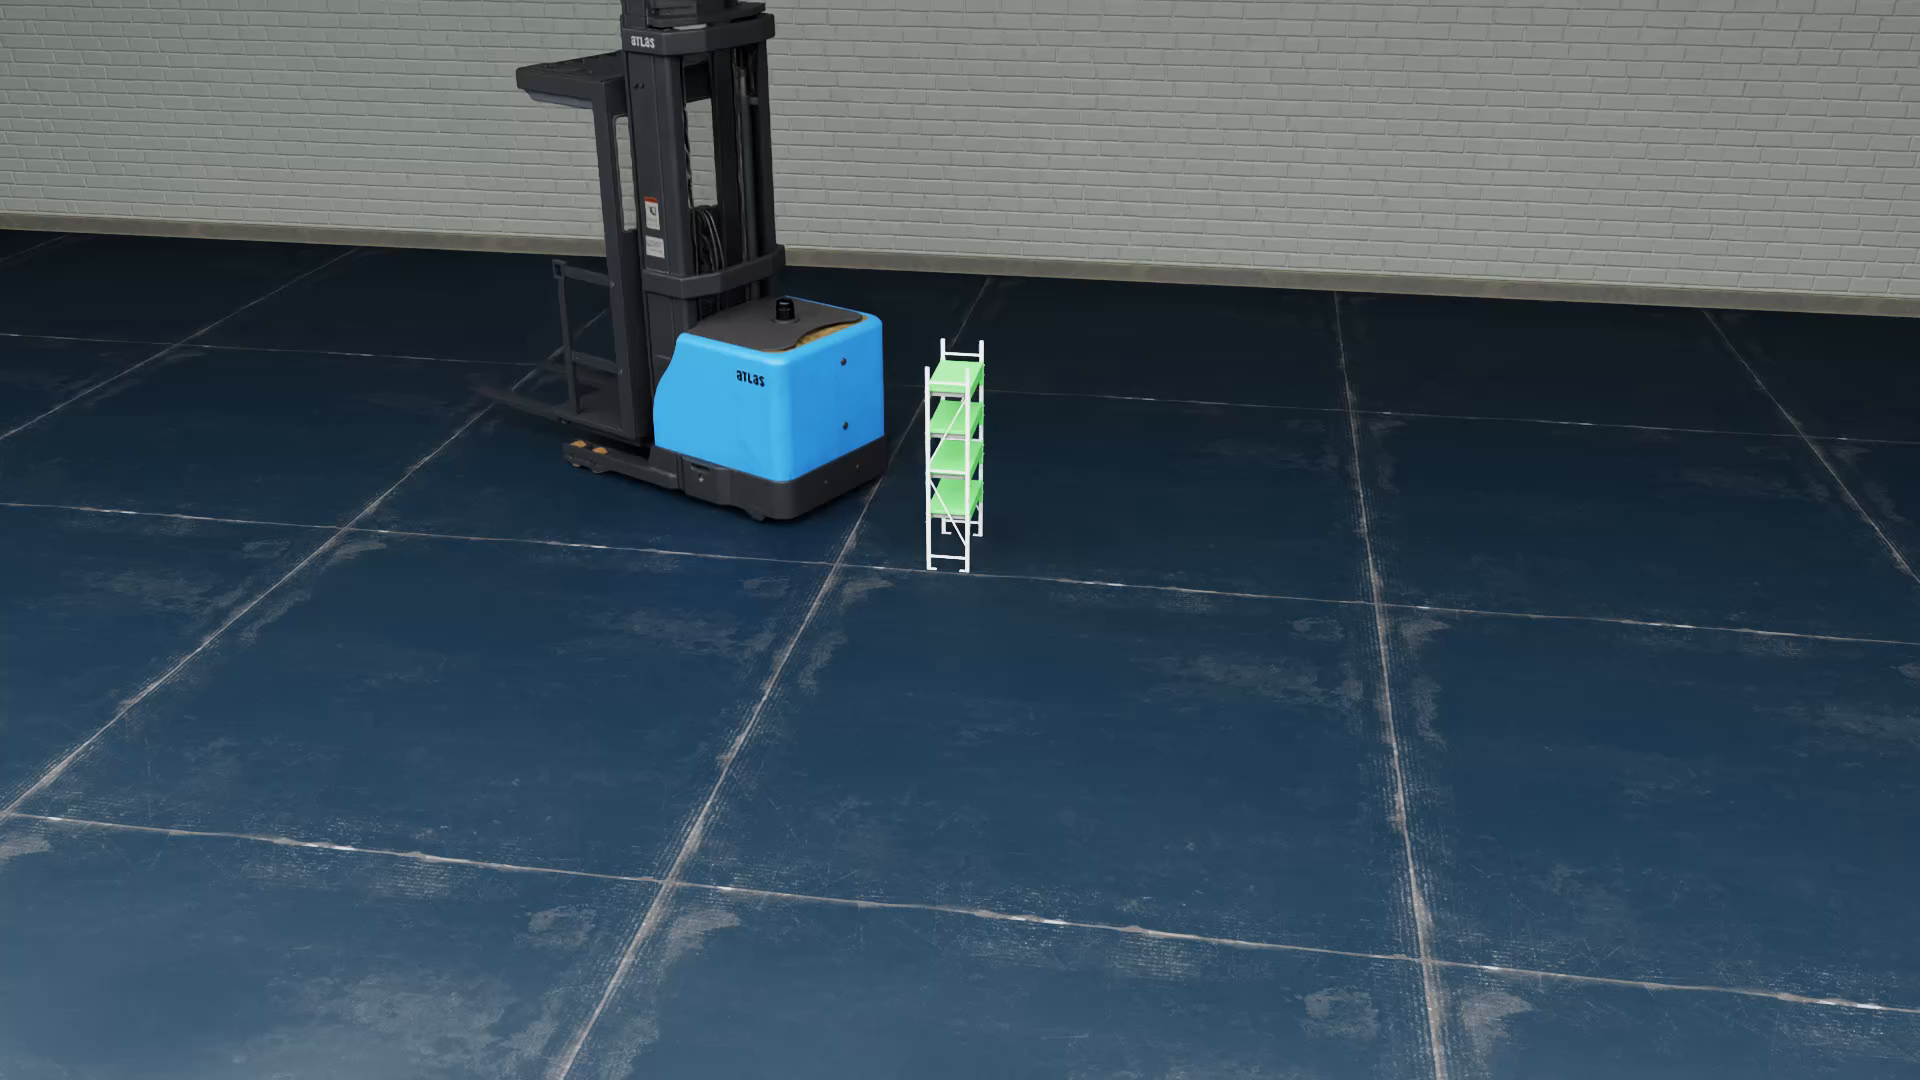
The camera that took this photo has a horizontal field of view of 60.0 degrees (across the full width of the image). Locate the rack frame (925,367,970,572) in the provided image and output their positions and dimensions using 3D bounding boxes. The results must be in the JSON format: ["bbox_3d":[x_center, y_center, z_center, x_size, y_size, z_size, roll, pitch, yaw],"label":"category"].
[{"bbox_3d":[-0.067,-0.372,9.130,0.240,1.200,0.015,4,25,9],"label":"rack frame"}]

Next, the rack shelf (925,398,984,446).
[{"bbox_3d":[-0.027,-0.634,9.273,0.258,0.148,0.480,4,25,9],"label":"rack shelf"}]

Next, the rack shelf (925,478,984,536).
[{"bbox_3d":[-0.027,-0.199,9.477,0.258,0.148,0.480,4,25,9],"label":"rack shelf"}]

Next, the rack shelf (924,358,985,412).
[{"bbox_3d":[-0.027,-0.851,9.171,0.258,0.148,0.480,4,25,9],"label":"rack shelf"}]

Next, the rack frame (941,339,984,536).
[{"bbox_3d":[0.013,-0.576,9.566,0.240,1.200,0.015,4,25,9],"label":"rack frame"}]

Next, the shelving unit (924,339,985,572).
[{"bbox_3d":[-0.027,-0.474,9.348,0.258,1.200,0.503,4,25,9],"label":"shelving unit"}]

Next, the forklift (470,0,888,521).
[{"bbox_3d":[-1.953,-1.917,10.387,3.031,2.935,1.130,17,30,32],"label":"forklift"}]

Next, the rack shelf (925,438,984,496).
[{"bbox_3d":[-0.027,-0.416,9.375,0.258,0.148,0.480,4,25,9],"label":"rack shelf"}]
